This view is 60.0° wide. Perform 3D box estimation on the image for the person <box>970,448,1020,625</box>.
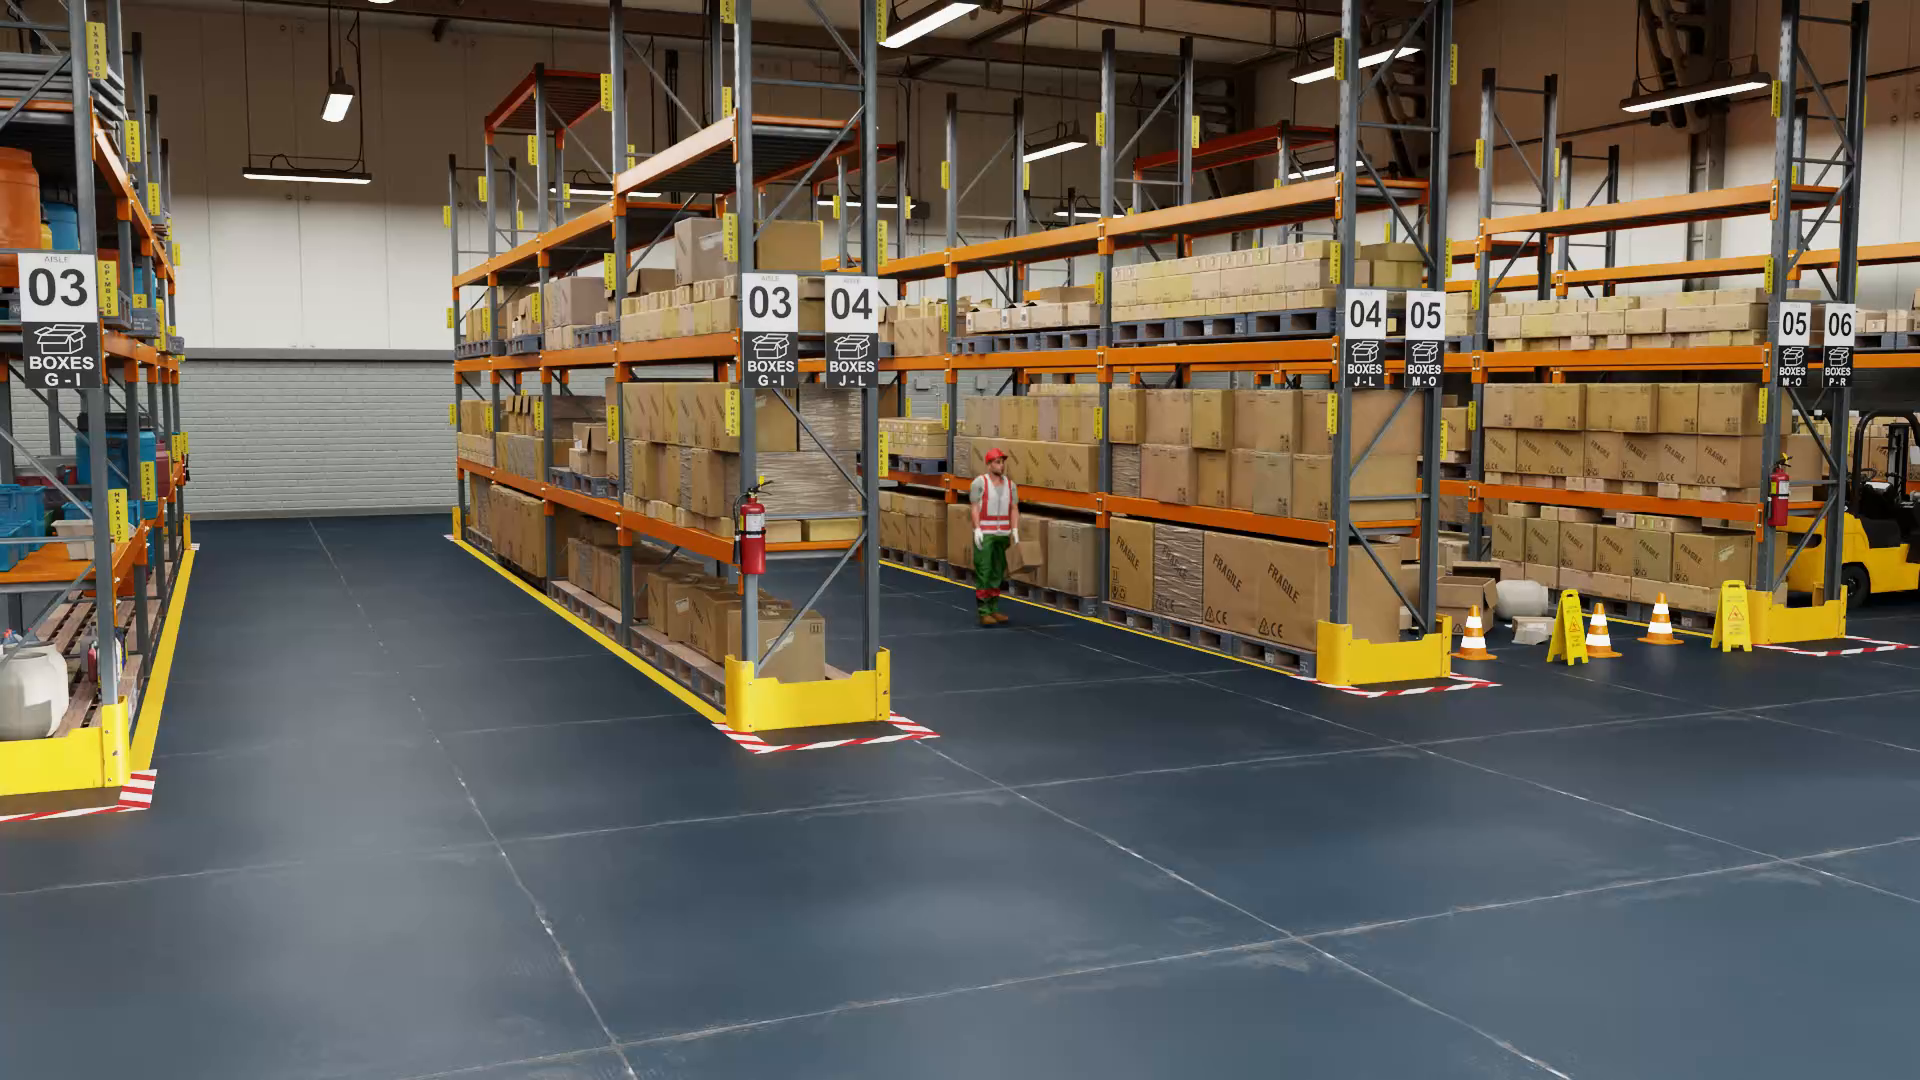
[{"bbox_3d":[0.391,-0.035,16.851,0.567,1.784,0.675,-3,6,-27],"label":"person"}]
